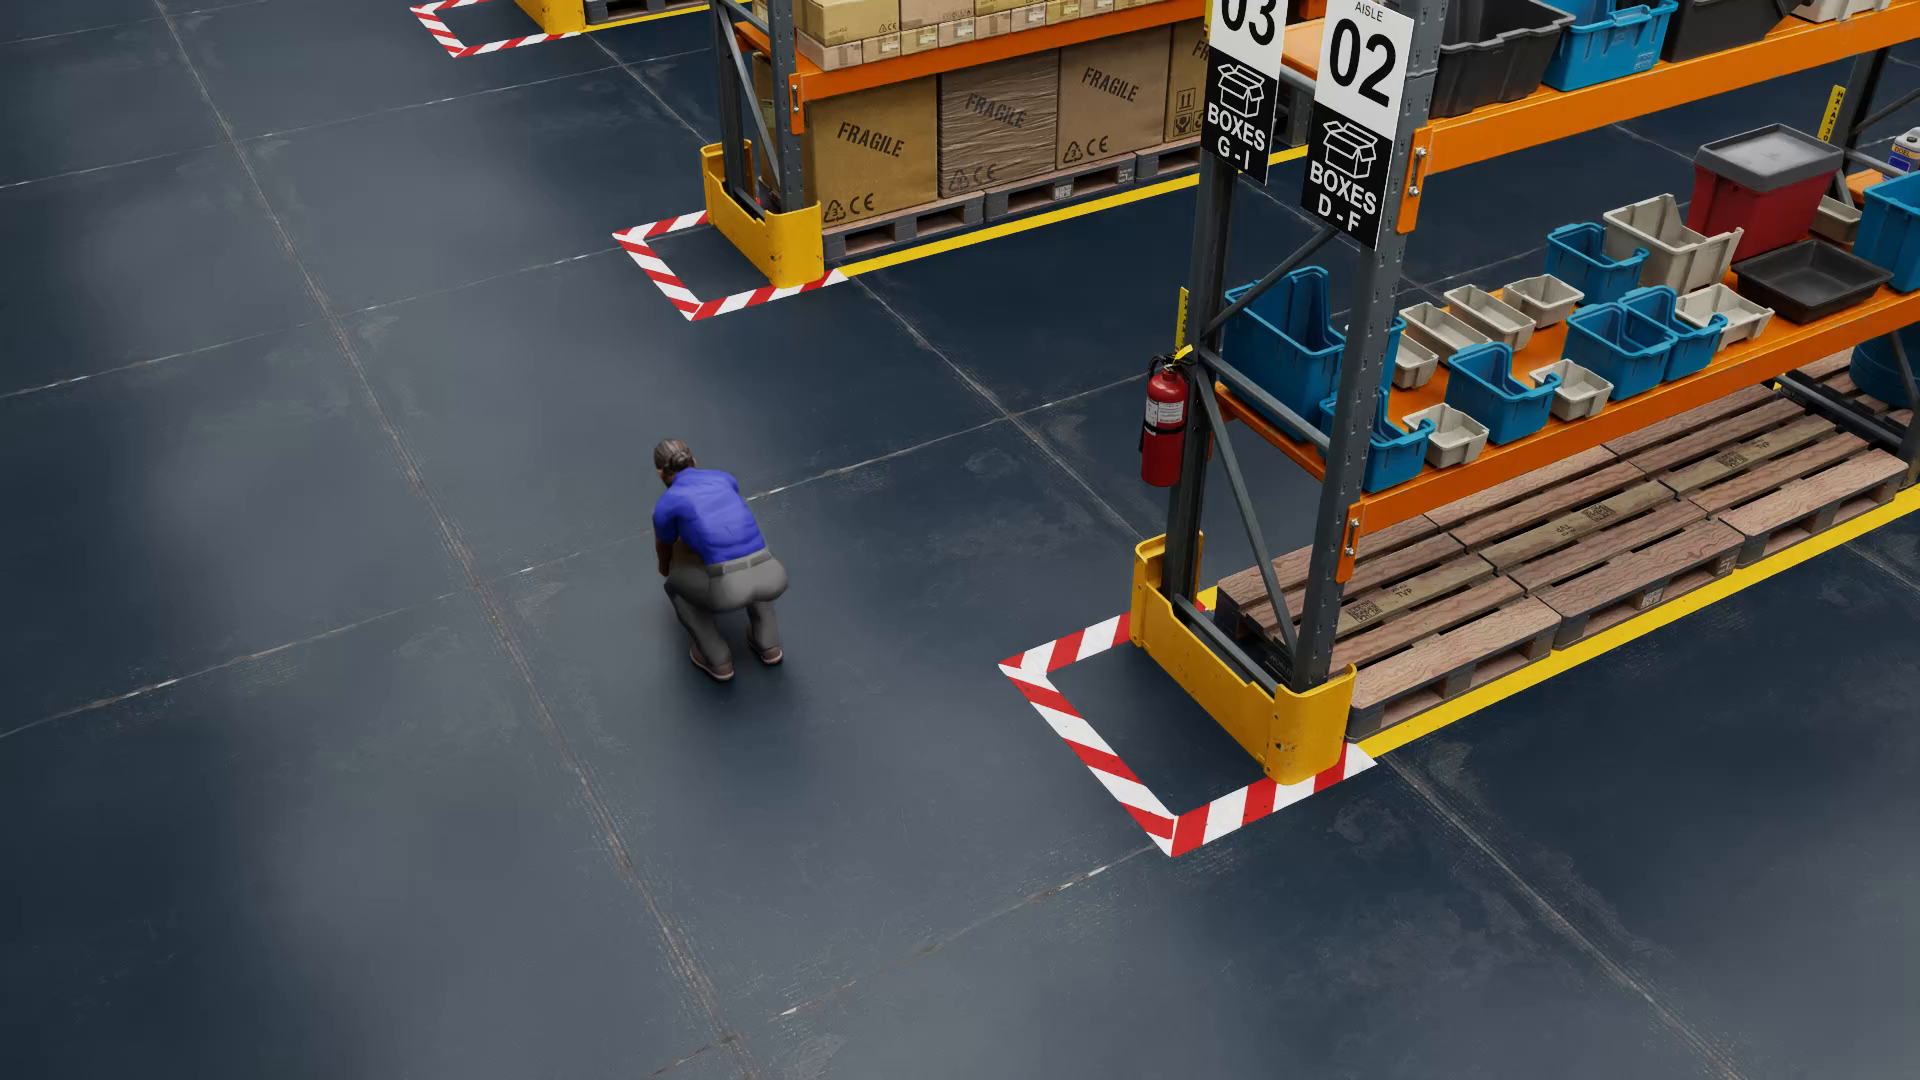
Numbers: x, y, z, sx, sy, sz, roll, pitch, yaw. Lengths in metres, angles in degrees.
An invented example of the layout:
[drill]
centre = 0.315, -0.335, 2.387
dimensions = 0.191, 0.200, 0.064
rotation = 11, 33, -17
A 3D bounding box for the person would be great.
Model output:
[person]
centre = -1.096, 0.083, 7.430
dimensions = 0.462, 0.936, 0.862
rotation = -20, 42, -25
